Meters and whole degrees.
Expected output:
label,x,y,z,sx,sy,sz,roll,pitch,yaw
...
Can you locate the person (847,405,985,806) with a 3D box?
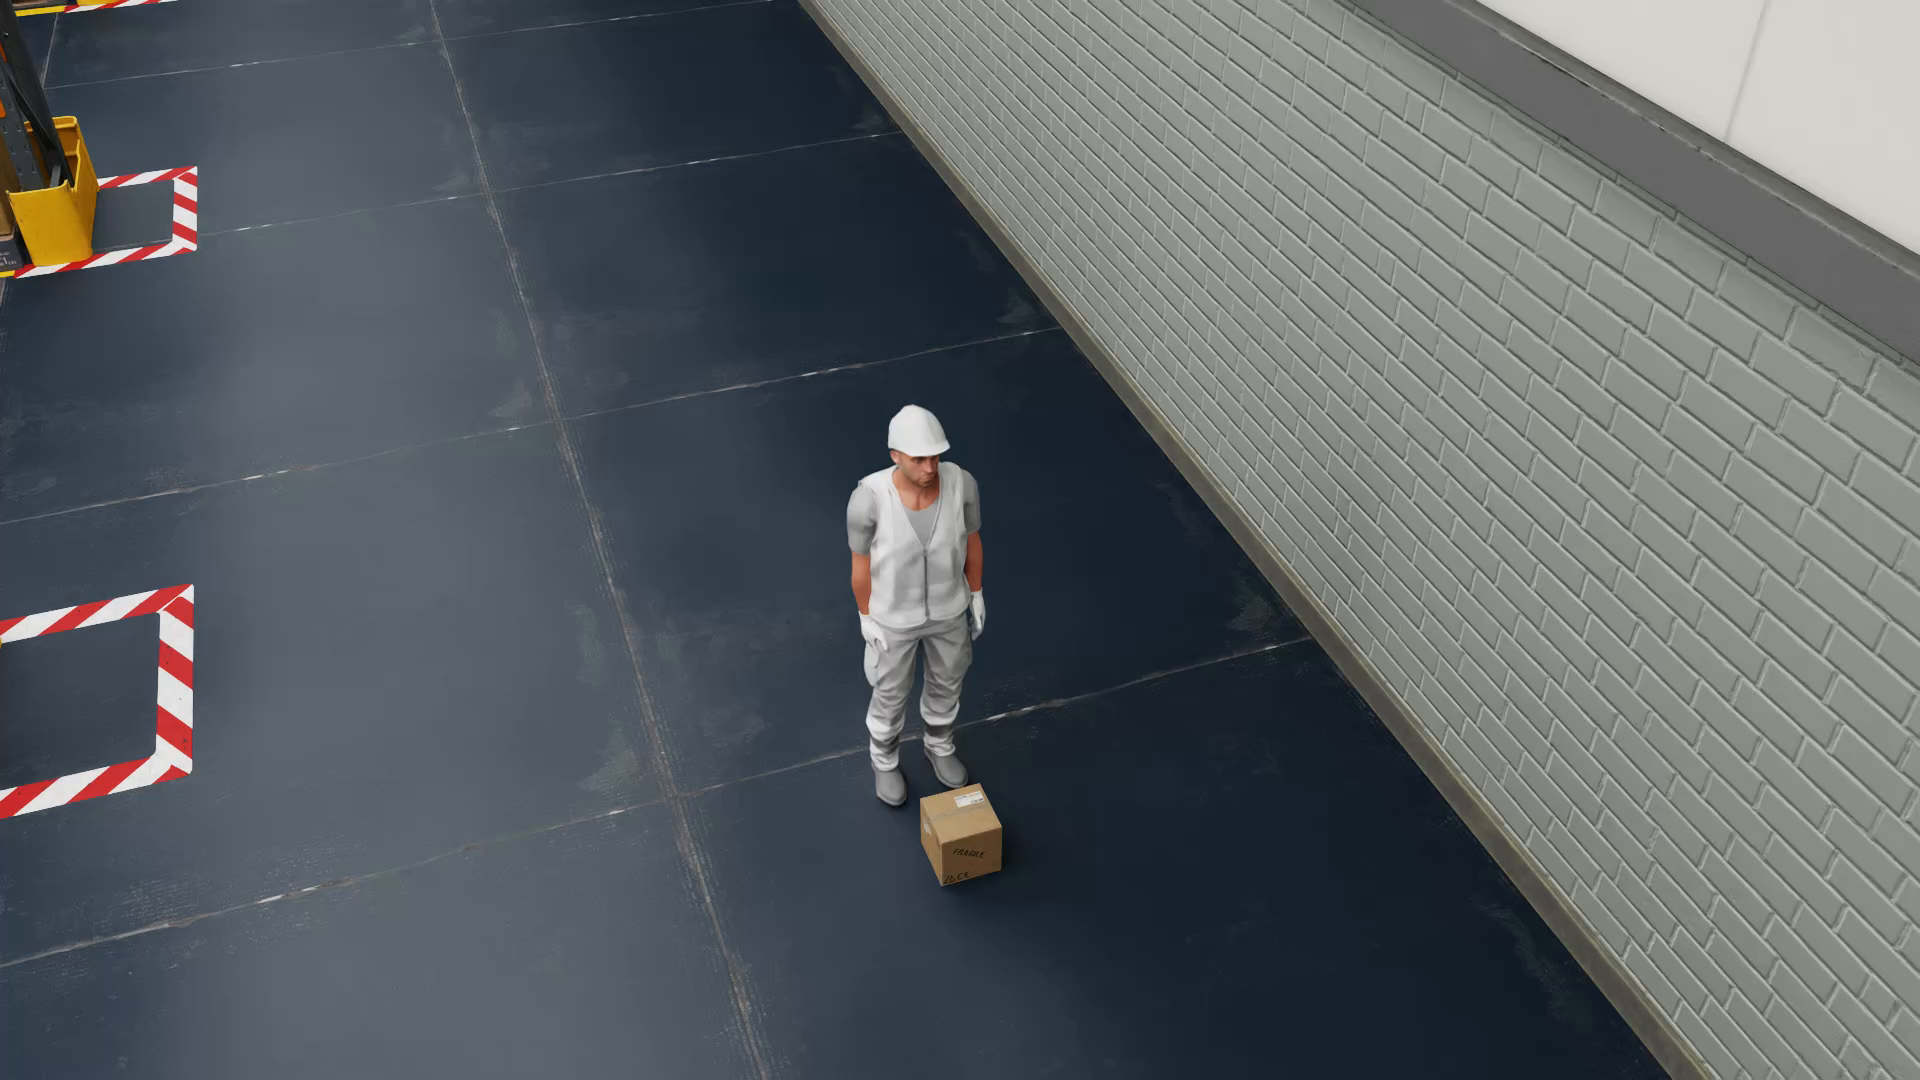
label,x,y,z,sx,sy,sz,roll,pitch,yaw
person,-0.155,0.263,6.420,0.524,1.788,0.334,-12,39,-15
